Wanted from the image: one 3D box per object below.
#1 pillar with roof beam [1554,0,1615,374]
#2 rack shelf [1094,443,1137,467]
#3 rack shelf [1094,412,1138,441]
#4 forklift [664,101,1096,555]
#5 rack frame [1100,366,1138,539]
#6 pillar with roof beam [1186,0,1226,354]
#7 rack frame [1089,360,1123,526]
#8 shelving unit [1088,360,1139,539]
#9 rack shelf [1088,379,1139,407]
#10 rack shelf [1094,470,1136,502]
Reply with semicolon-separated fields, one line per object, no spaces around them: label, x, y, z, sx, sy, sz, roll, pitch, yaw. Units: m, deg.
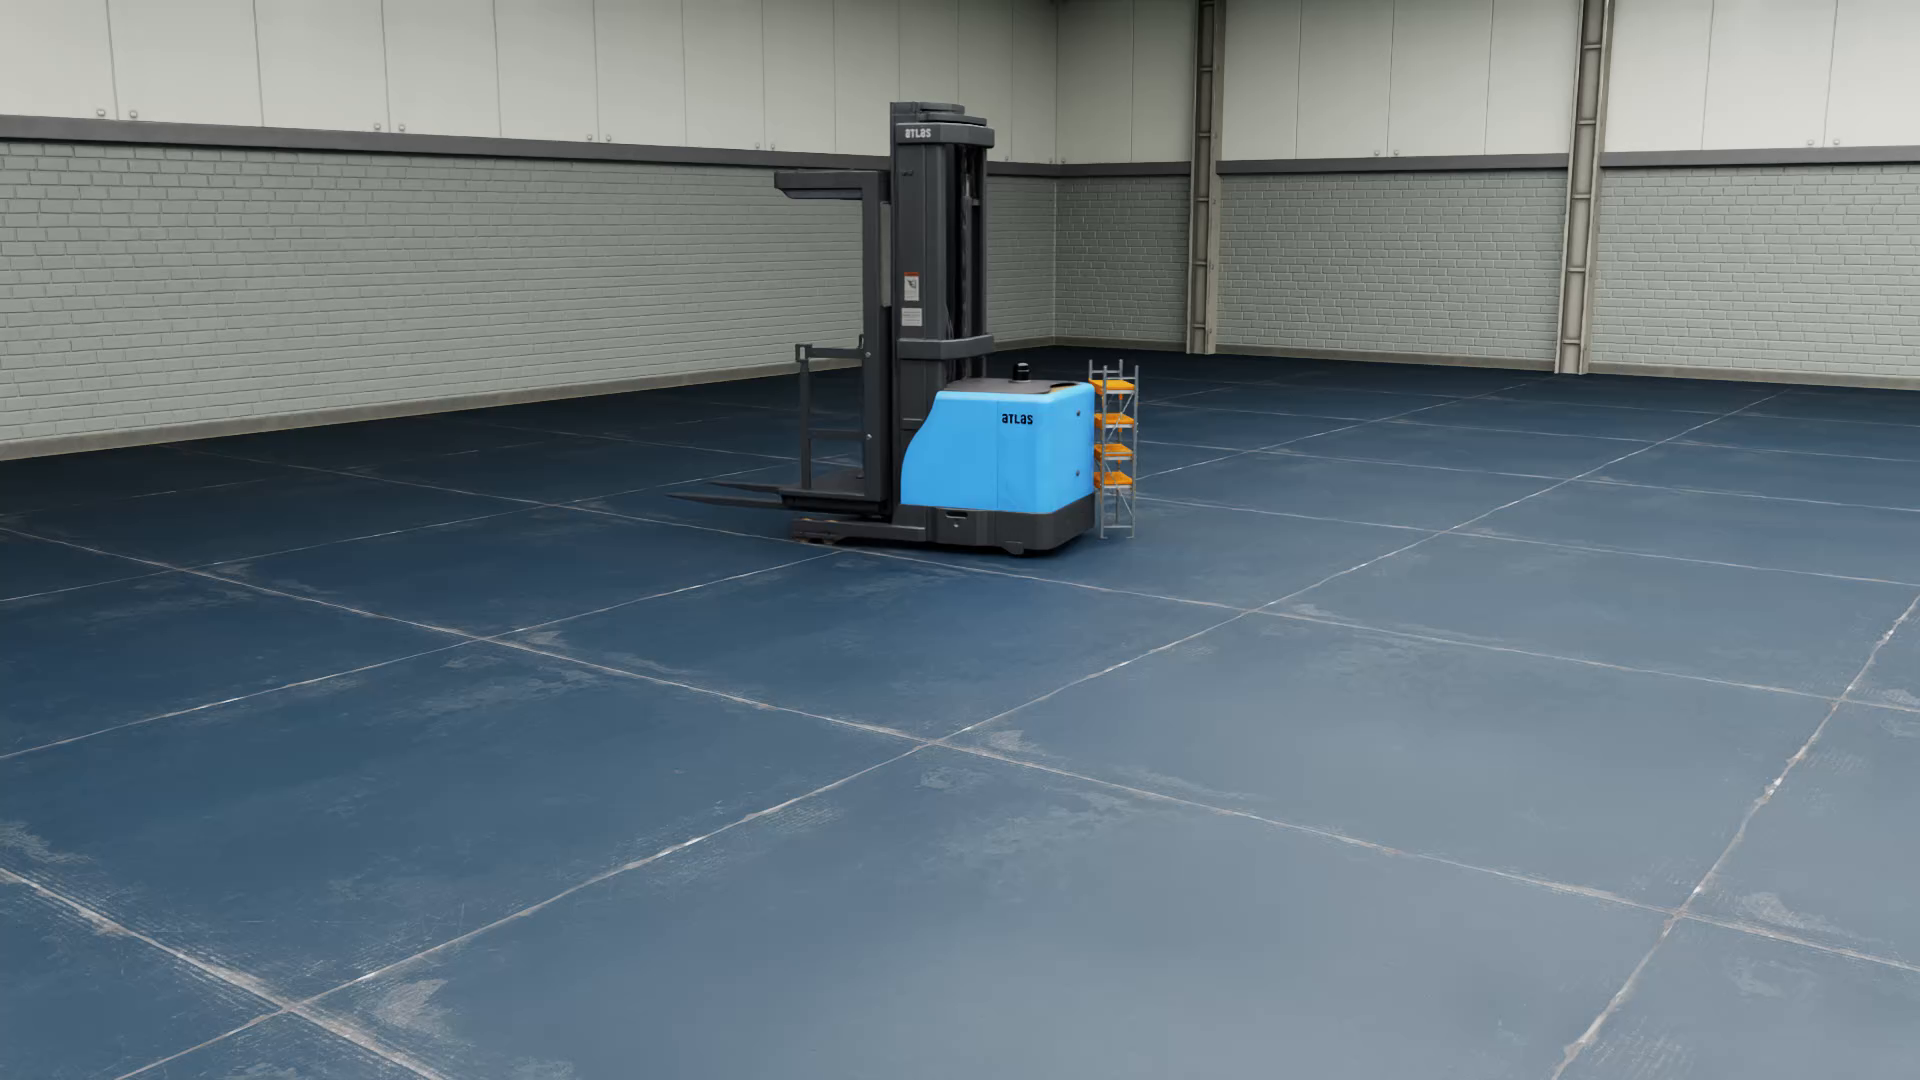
pillar with roof beam;6.272;-6.170;19.732;0.400;9.000;9.100;8;13;36
rack shelf;1.066;-0.581;11.724;0.258;0.148;0.480;-1;11;-7
rack shelf;1.067;-0.800;11.681;0.258;0.148;0.480;-1;11;-7
forklift;-0.620;-1.499;11.559;3.031;2.935;1.130;4;12;22
rack frame;1.097;-0.601;11.473;0.240;1.200;0.015;-1;11;-7
pillar with roof beam;1.436;-6.845;23.219;0.400;9.000;9.100;8;13;36
rack frame;1.036;-0.693;11.949;0.240;1.200;0.015;-1;11;-7
shelving unit;1.066;-0.647;11.711;0.258;1.200;0.503;-1;11;-7
rack shelf;1.068;-1.033;11.636;0.258;0.148;0.480;-1;11;-7
rack shelf;1.065;-0.386;11.761;0.258;0.148;0.480;-1;11;-7
